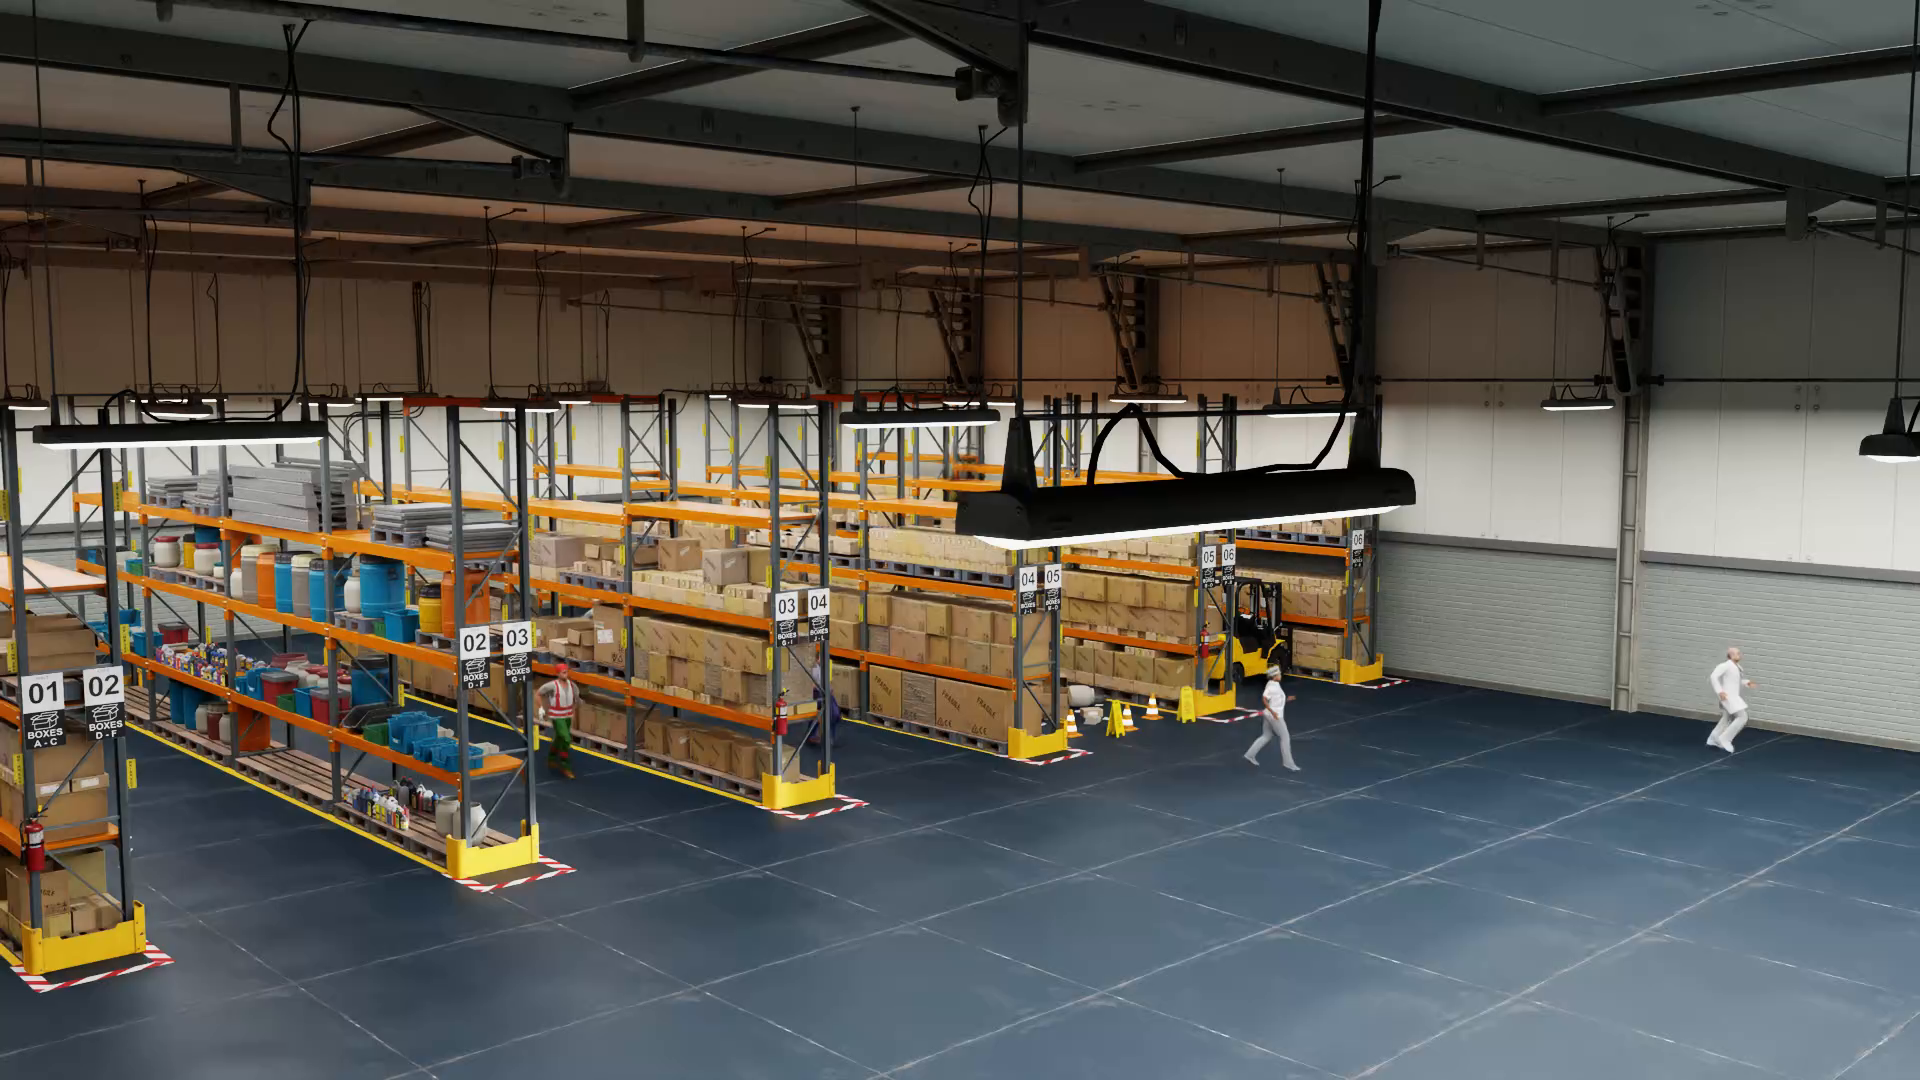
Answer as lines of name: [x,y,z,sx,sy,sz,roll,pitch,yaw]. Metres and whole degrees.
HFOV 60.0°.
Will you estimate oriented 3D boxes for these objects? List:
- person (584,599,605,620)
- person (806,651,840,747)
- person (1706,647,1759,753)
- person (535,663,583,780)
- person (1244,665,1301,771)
person: [-7.526,2.071,34.884,0.647,1.836,0.761,-5,8,-43]
person: [-2.364,2.756,28.655,0.680,1.695,0.582,4,7,37]
person: [13.174,2.722,28.356,0.766,1.792,0.701,4,7,34]
person: [-6.362,2.872,26.530,0.873,1.844,0.643,4,7,35]
person: [5.078,2.872,26.875,0.877,1.711,0.566,0,6,-2]
